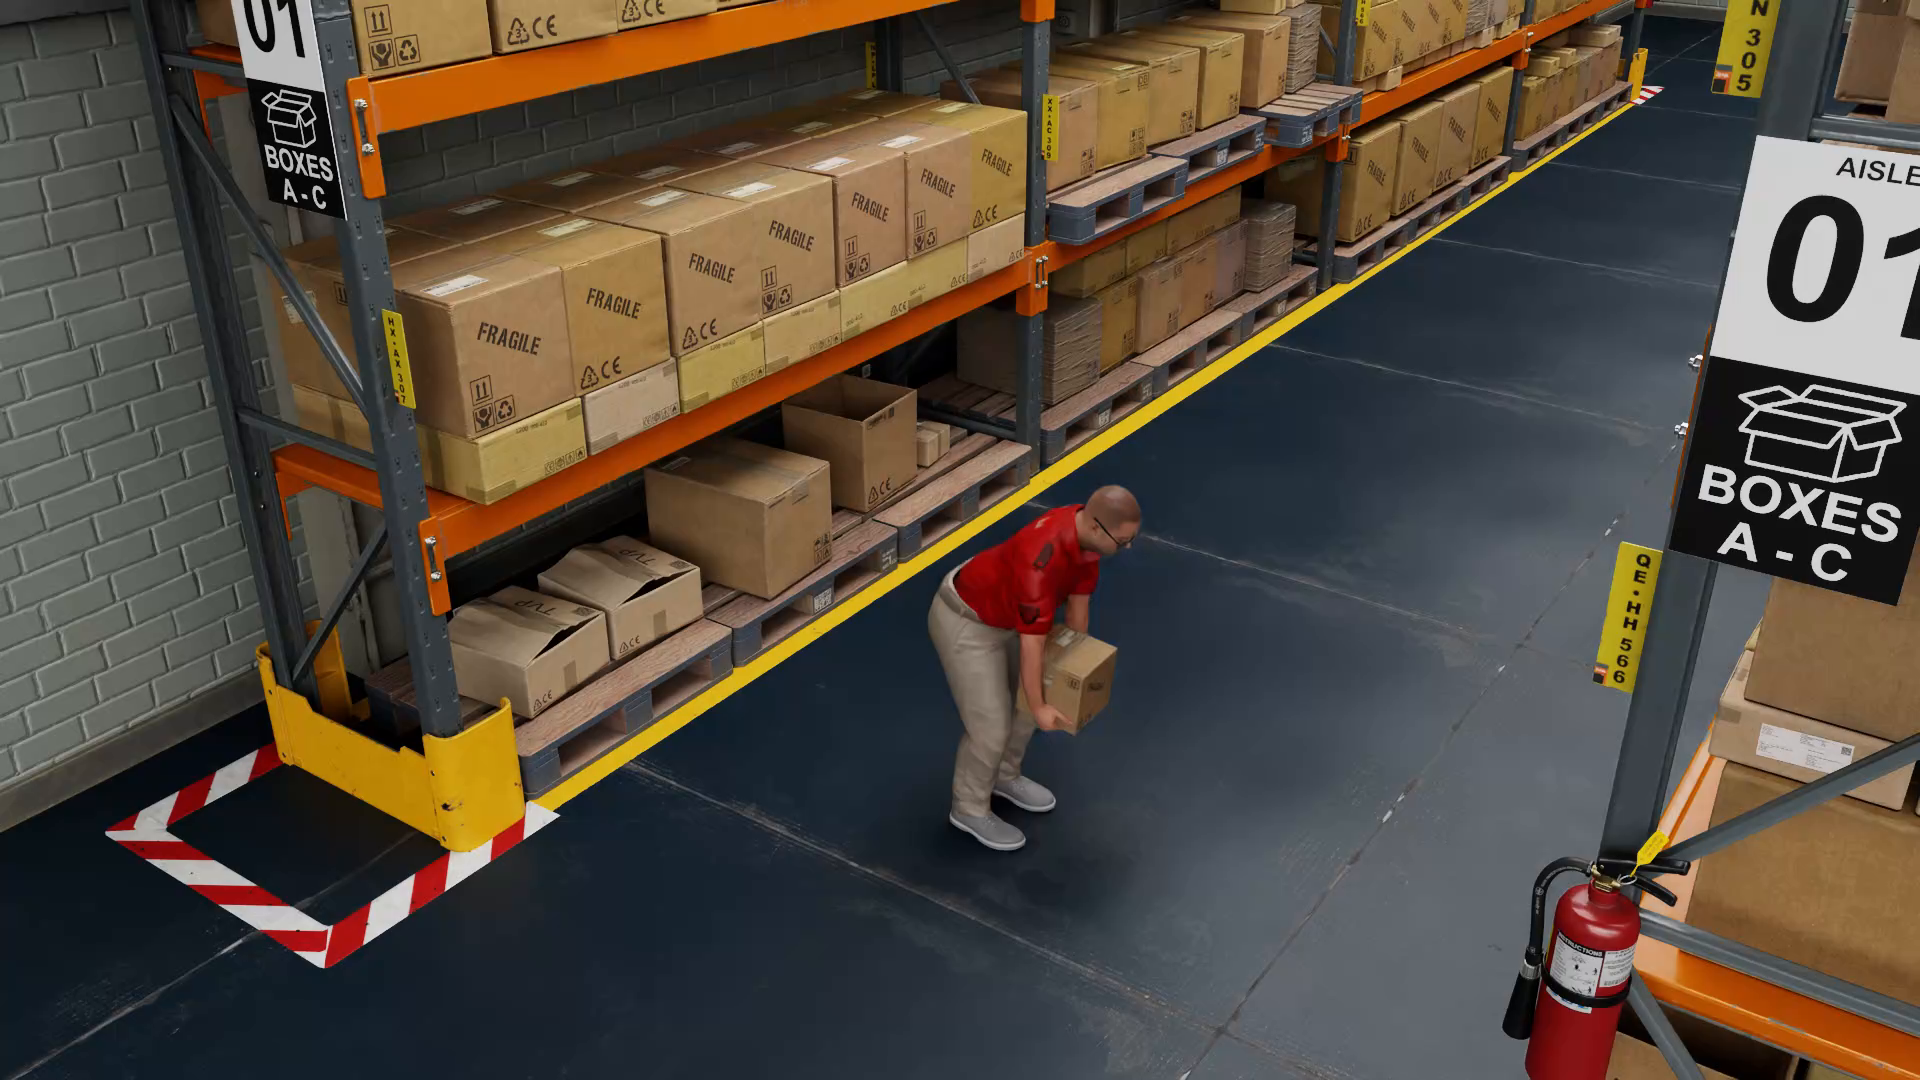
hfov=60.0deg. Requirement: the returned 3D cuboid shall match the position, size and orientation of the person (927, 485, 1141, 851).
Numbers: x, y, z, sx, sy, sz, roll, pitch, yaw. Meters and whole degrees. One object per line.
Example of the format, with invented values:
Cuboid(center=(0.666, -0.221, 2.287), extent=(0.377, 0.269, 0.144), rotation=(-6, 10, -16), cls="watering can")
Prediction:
Cuboid(center=(0.270, 0.428, 6.038), extent=(0.778, 1.510, 0.465), rotation=(17, 31, 29), cls="person")
